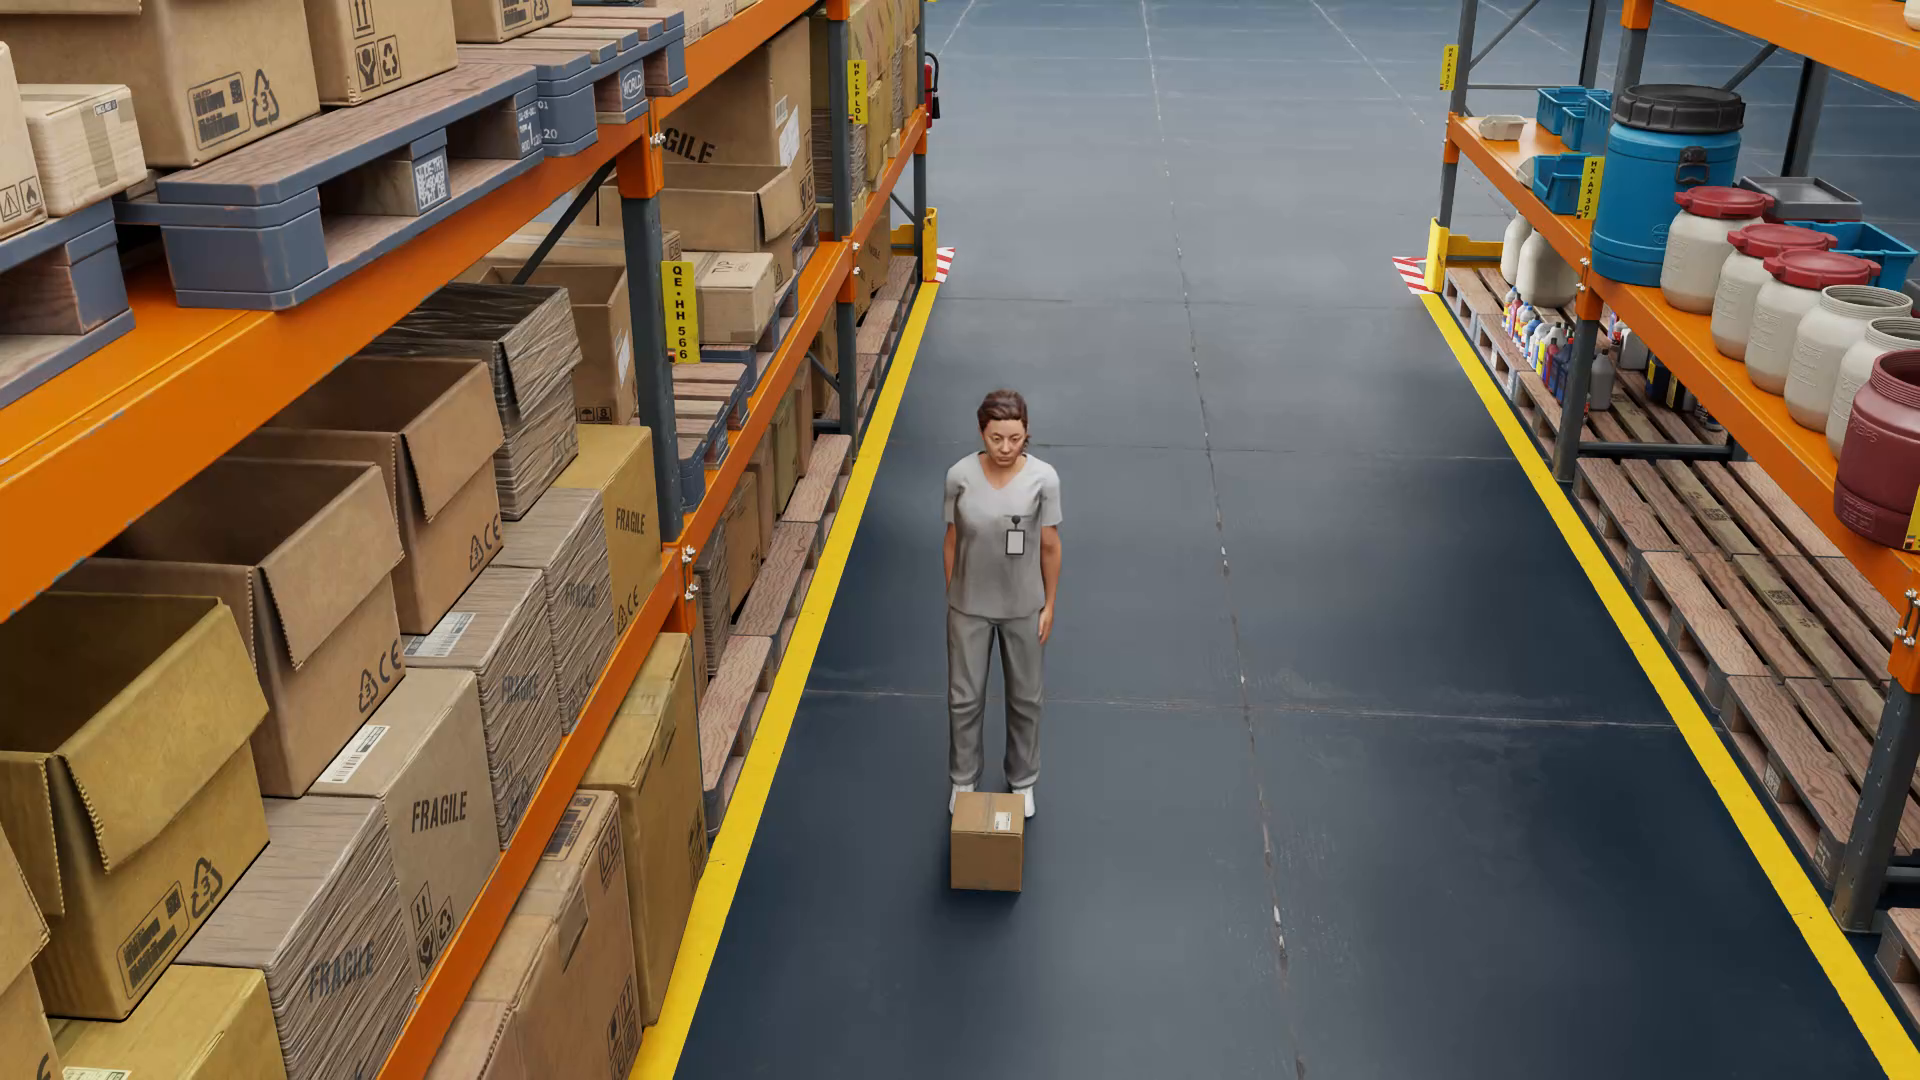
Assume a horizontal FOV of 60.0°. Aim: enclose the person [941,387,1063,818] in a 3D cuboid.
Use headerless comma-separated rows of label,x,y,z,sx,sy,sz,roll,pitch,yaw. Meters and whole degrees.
person,0.150,0.236,6.101,0.439,1.673,0.365,2,25,5
